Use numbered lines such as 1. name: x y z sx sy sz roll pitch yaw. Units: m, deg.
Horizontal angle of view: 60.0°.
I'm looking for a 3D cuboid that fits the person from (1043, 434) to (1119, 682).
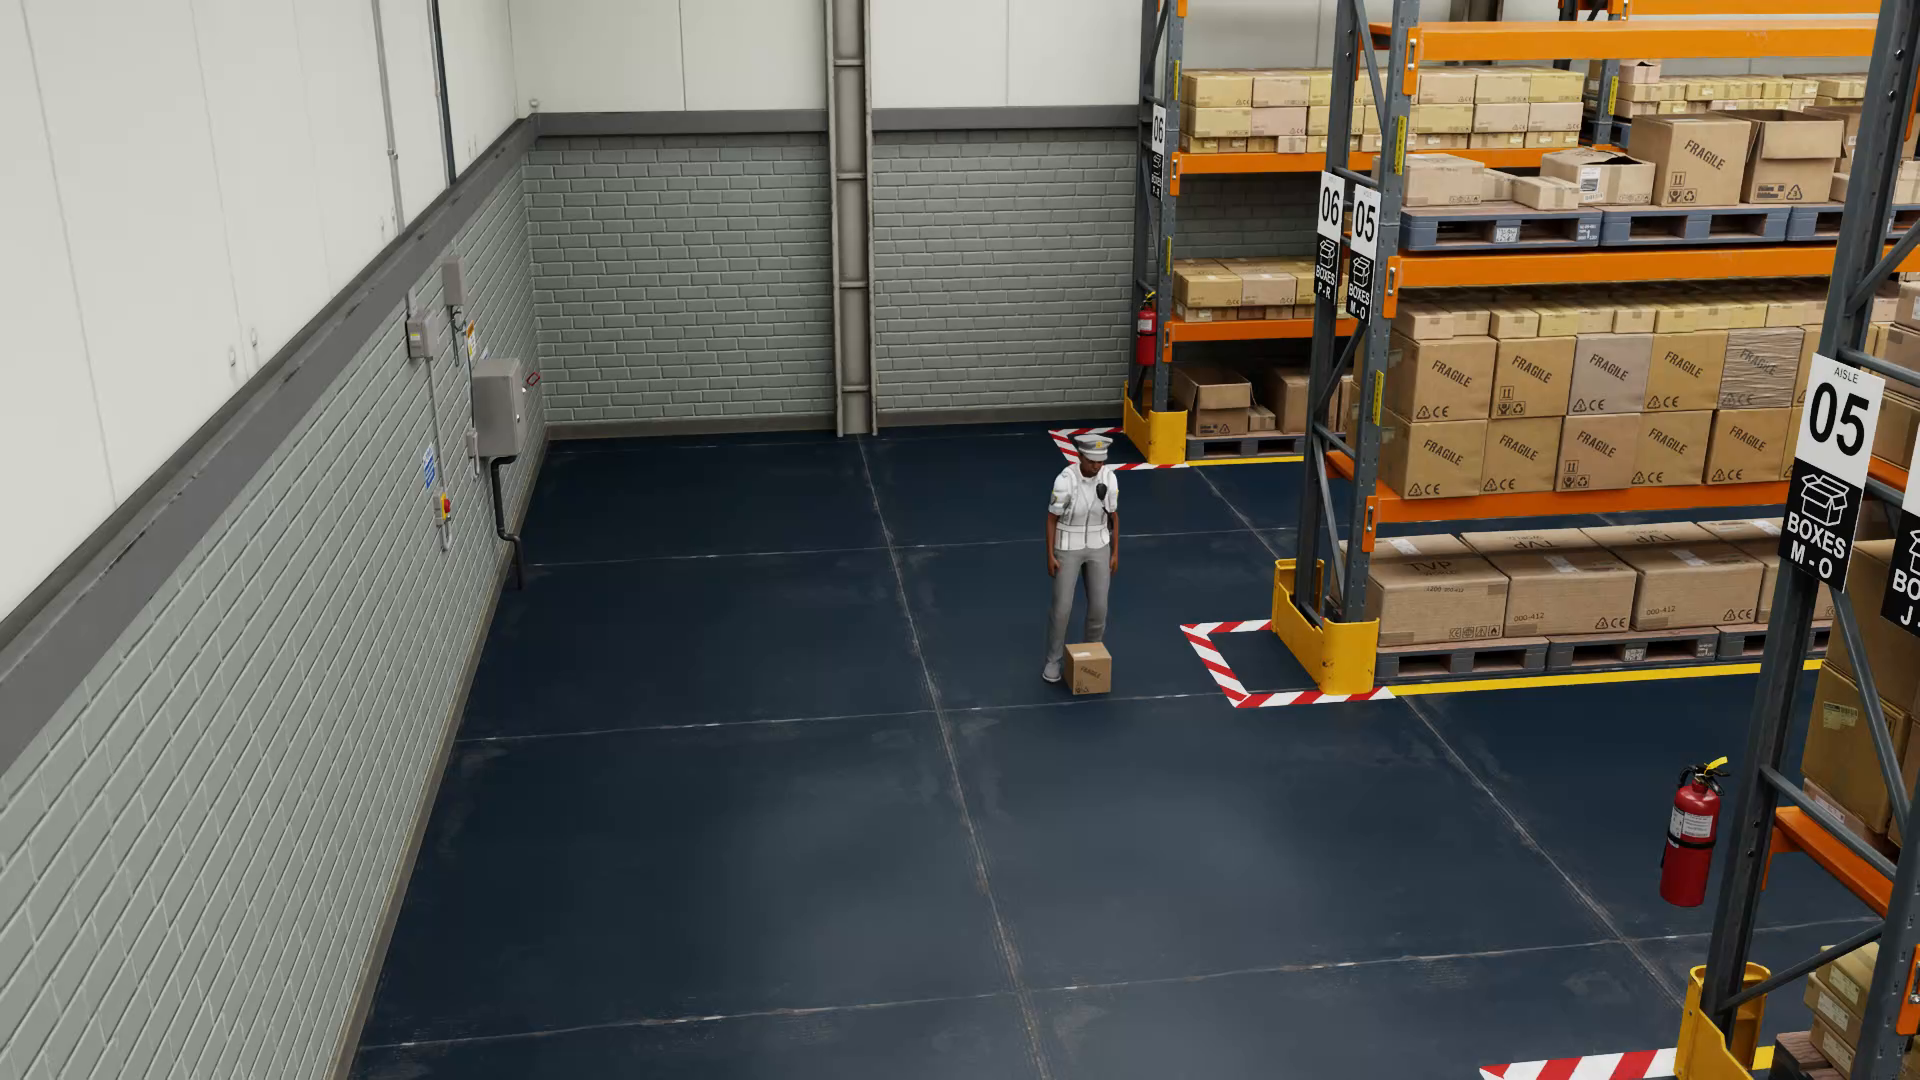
1. person: 0.787 0.096 10.815 0.522 1.658 0.395 -4 21 -11
